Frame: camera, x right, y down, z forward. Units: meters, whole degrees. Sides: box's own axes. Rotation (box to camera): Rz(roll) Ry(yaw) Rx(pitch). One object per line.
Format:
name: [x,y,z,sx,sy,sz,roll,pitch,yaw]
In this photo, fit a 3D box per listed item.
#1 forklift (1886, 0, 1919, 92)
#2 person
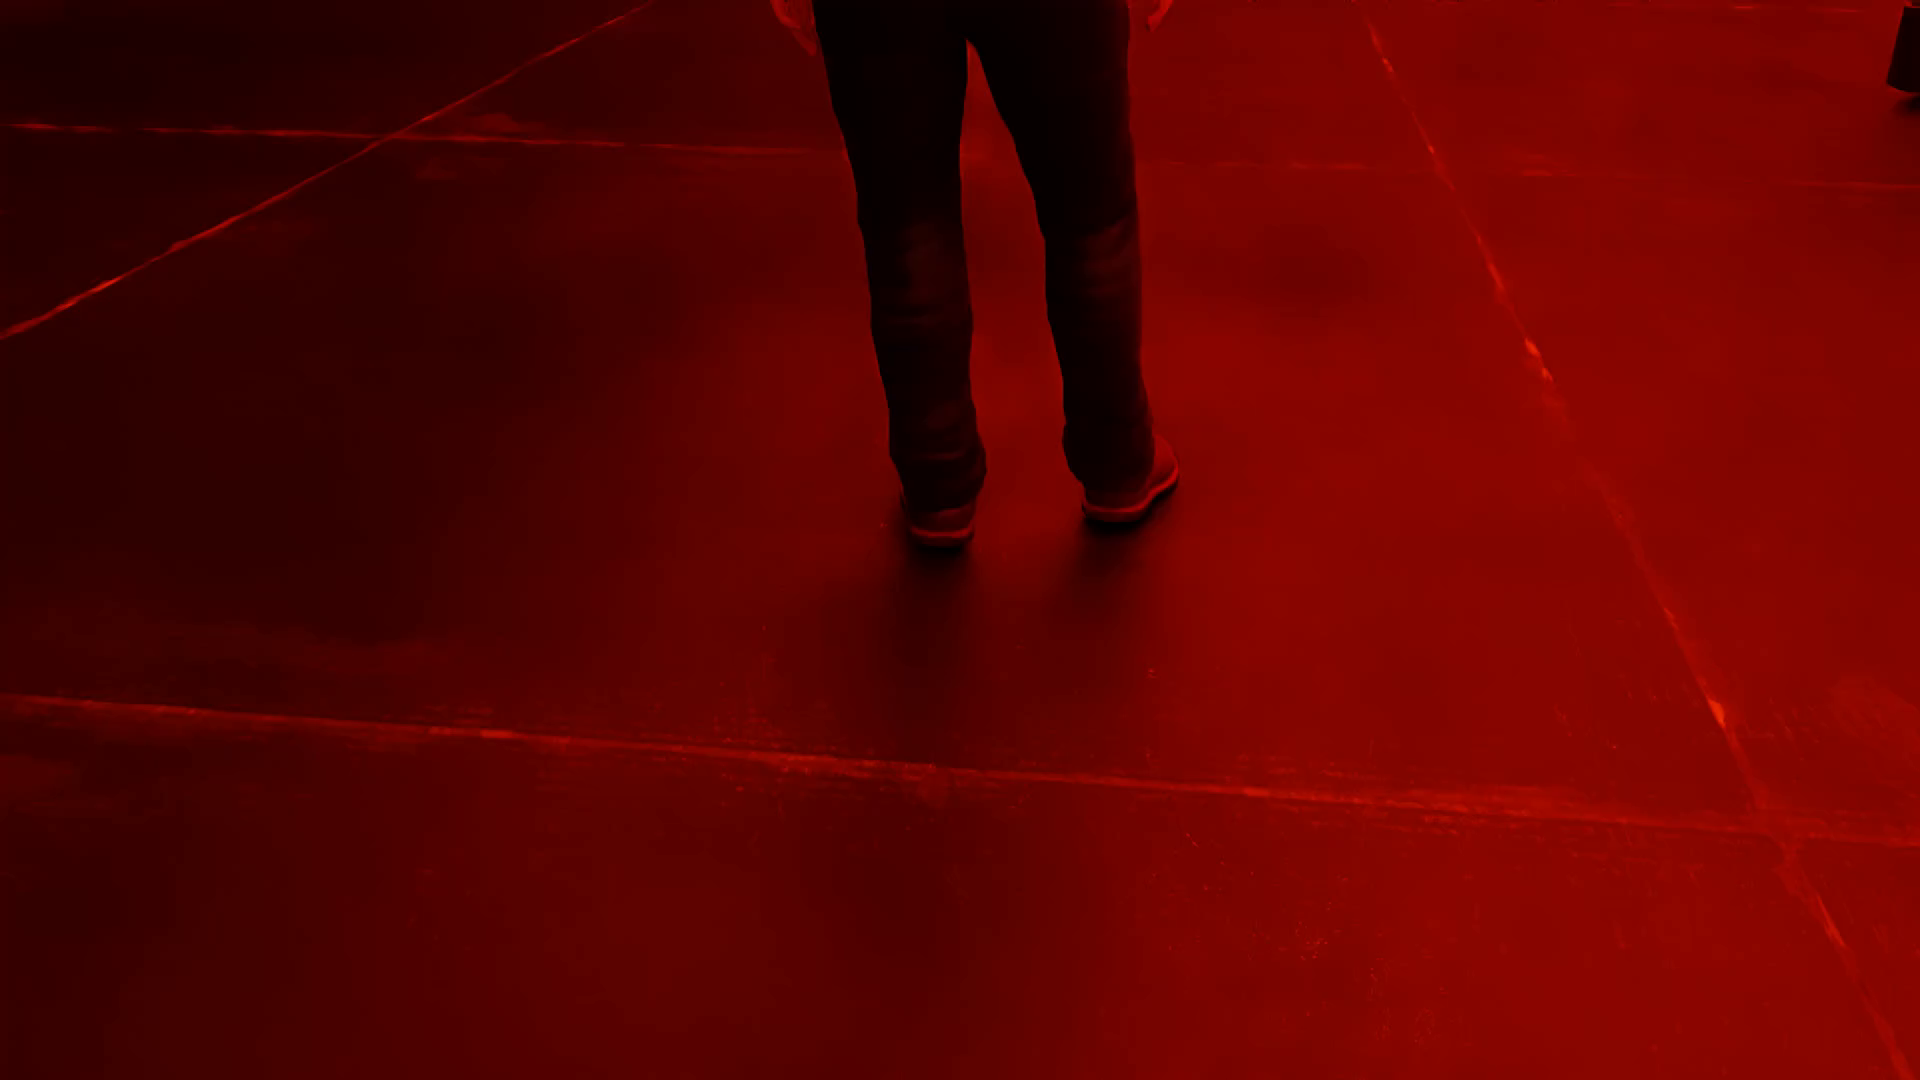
forklift: [4.343,-2.917,5.064,3.031,2.935,1.130,-20,33,-35]
person: [0.034,-0.778,2.208,0.599,1.640,0.502,3,27,7]
